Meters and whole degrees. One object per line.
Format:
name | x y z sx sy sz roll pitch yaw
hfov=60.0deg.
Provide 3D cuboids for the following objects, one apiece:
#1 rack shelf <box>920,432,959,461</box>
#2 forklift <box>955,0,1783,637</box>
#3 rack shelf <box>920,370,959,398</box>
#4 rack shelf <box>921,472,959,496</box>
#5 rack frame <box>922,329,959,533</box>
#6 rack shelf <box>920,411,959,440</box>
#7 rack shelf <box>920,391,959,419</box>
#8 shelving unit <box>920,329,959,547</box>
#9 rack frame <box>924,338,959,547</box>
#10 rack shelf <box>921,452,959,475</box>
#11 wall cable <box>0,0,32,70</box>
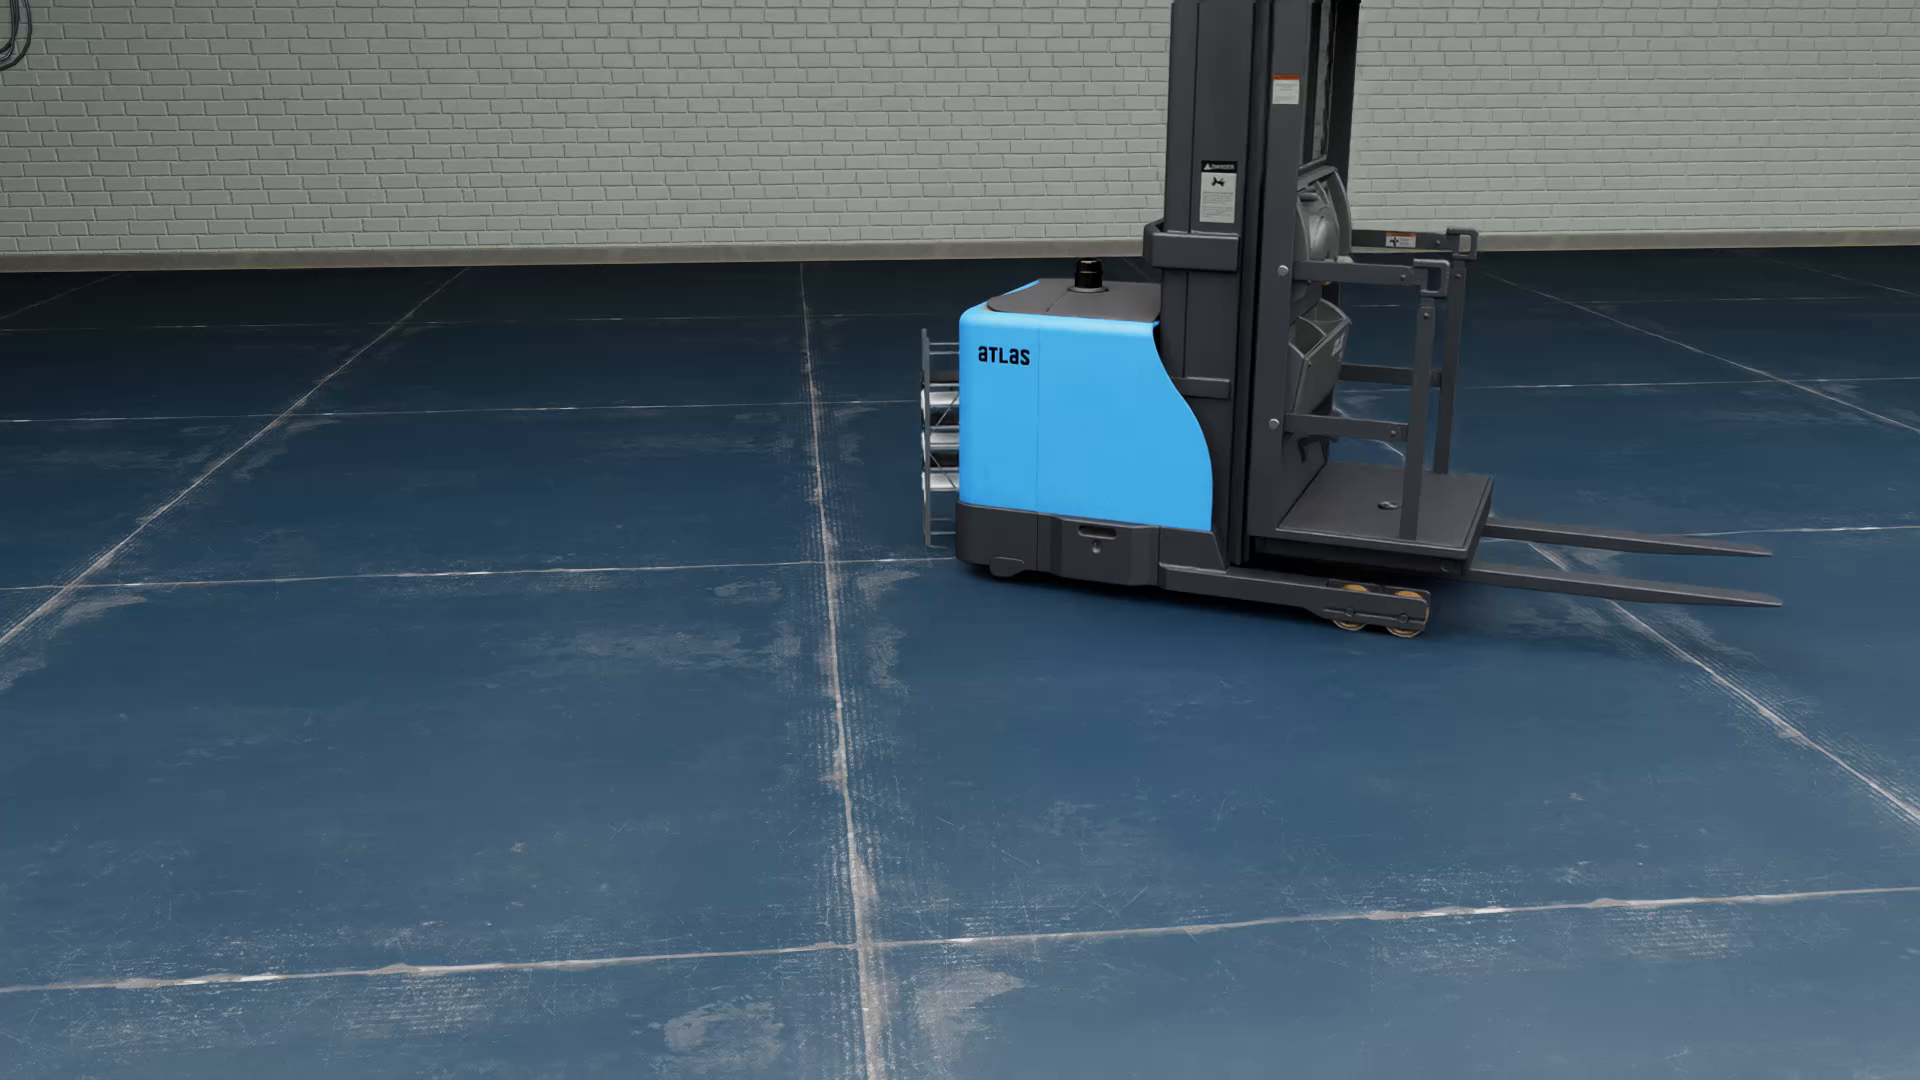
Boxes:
rack shelf | -0.034 -0.400 7.061 0.258 0.077 0.200 -1 17 -4
forklift | 1.550 -1.224 6.184 3.031 2.935 1.130 7 19 21
rack shelf | -0.034 -0.658 6.981 0.258 0.077 0.200 -1 17 -4
rack shelf | -0.034 -0.229 7.115 0.258 0.077 0.200 -1 17 -4
rack frame | -0.041 -0.463 7.148 0.240 0.900 0.006 -1 17 -4
rack shelf | -0.034 -0.486 7.034 0.258 0.077 0.200 -1 17 -4
rack shelf | -0.034 -0.572 7.008 0.258 0.077 0.200 -1 17 -4
shelving unit | -0.034 -0.432 7.051 0.258 0.900 0.210 -1 17 -4
rack frame | -0.026 -0.402 6.955 0.240 0.900 0.006 -1 17 -4
rack shelf | -0.034 -0.315 7.088 0.258 0.077 0.200 -1 17 -4
wall cable | -9.425 -5.139 13.706 3.097 2.526 0.112 -2 18 -6
